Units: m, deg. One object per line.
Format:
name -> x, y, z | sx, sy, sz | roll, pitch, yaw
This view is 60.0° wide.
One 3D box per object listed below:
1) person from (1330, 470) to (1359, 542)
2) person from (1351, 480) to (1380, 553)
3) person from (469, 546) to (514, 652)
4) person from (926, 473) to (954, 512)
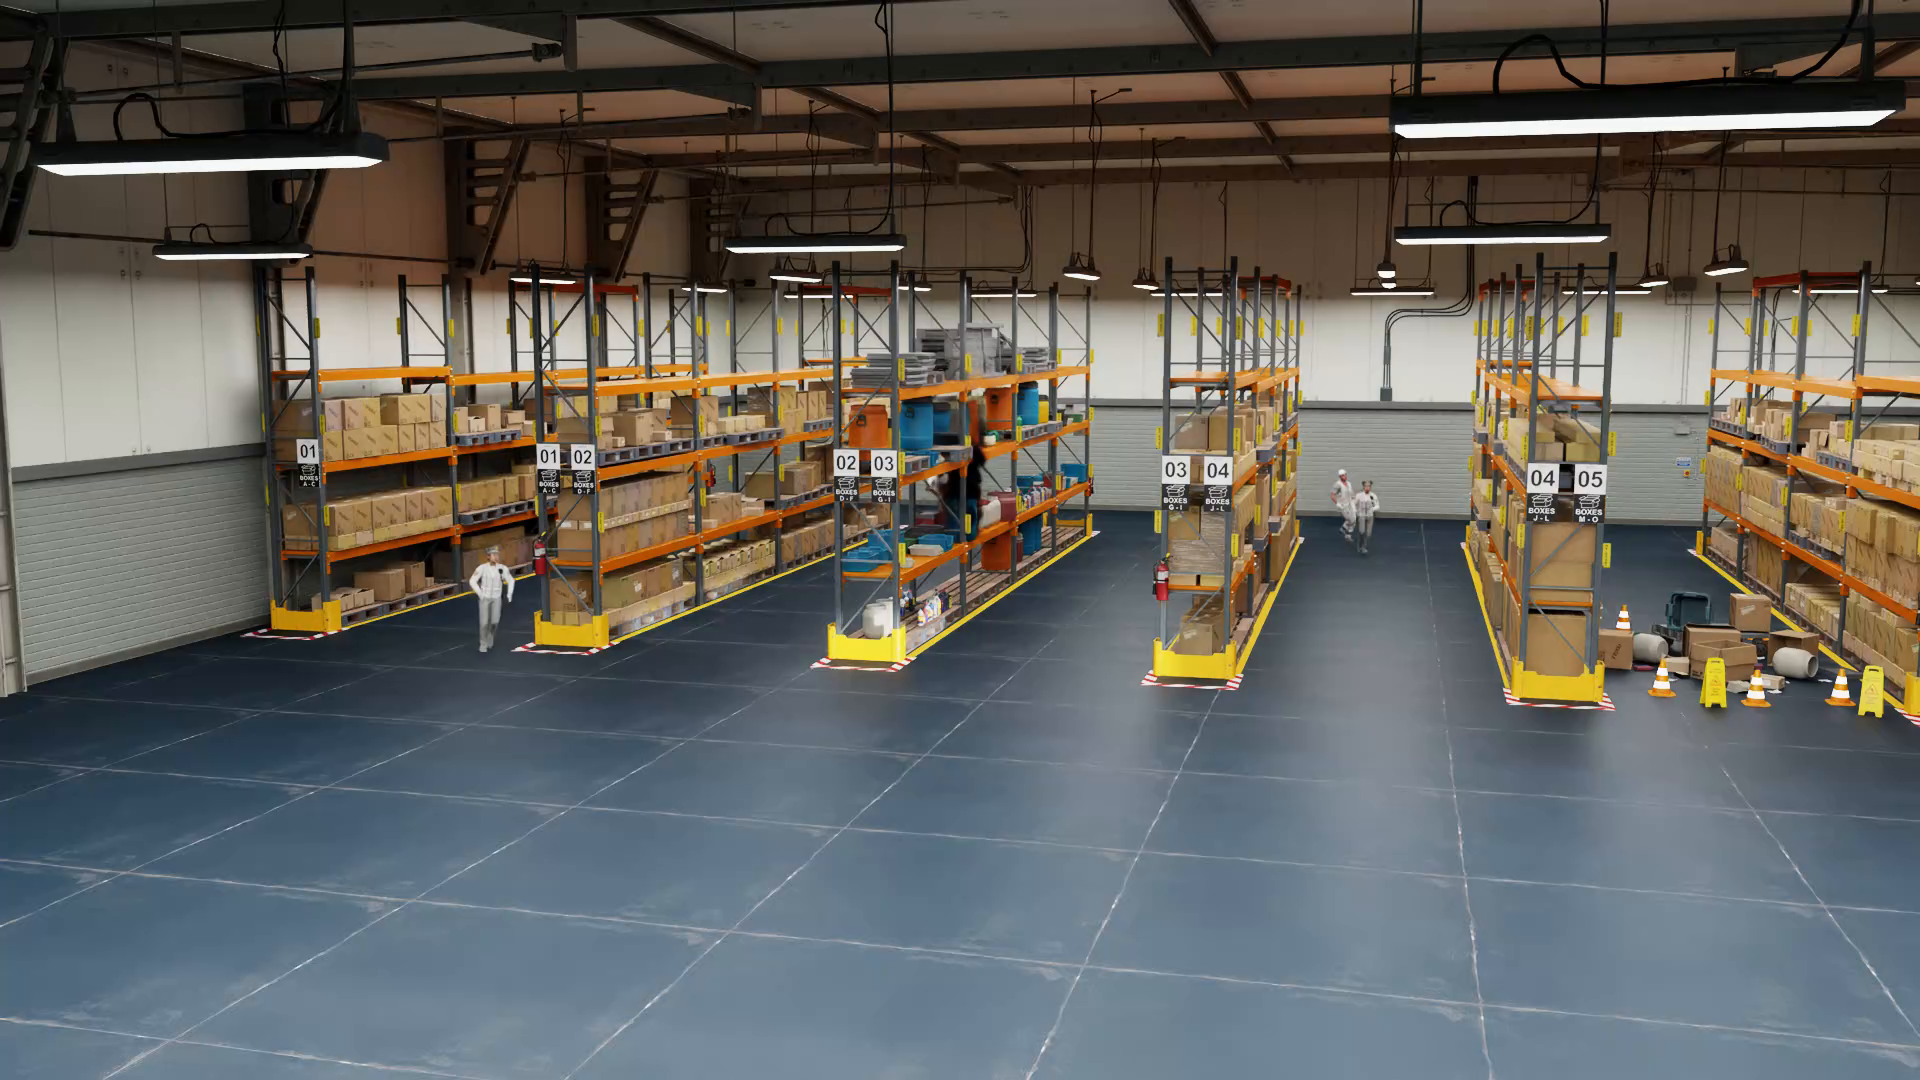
person -> 9.077, -0.800, 39.077 | 0.702, 1.718, 0.515 | -5, 9, -33
person -> 9.004, -0.509, 36.895 | 0.603, 1.653, 0.587 | 1, 7, 6
person -> -7.262, 0.918, 25.854 | 0.689, 1.649, 0.489 | -3, 8, -20
person -> -0.494, -1.070, 41.241 | 0.743, 1.705, 0.709 | -3, 8, -22
